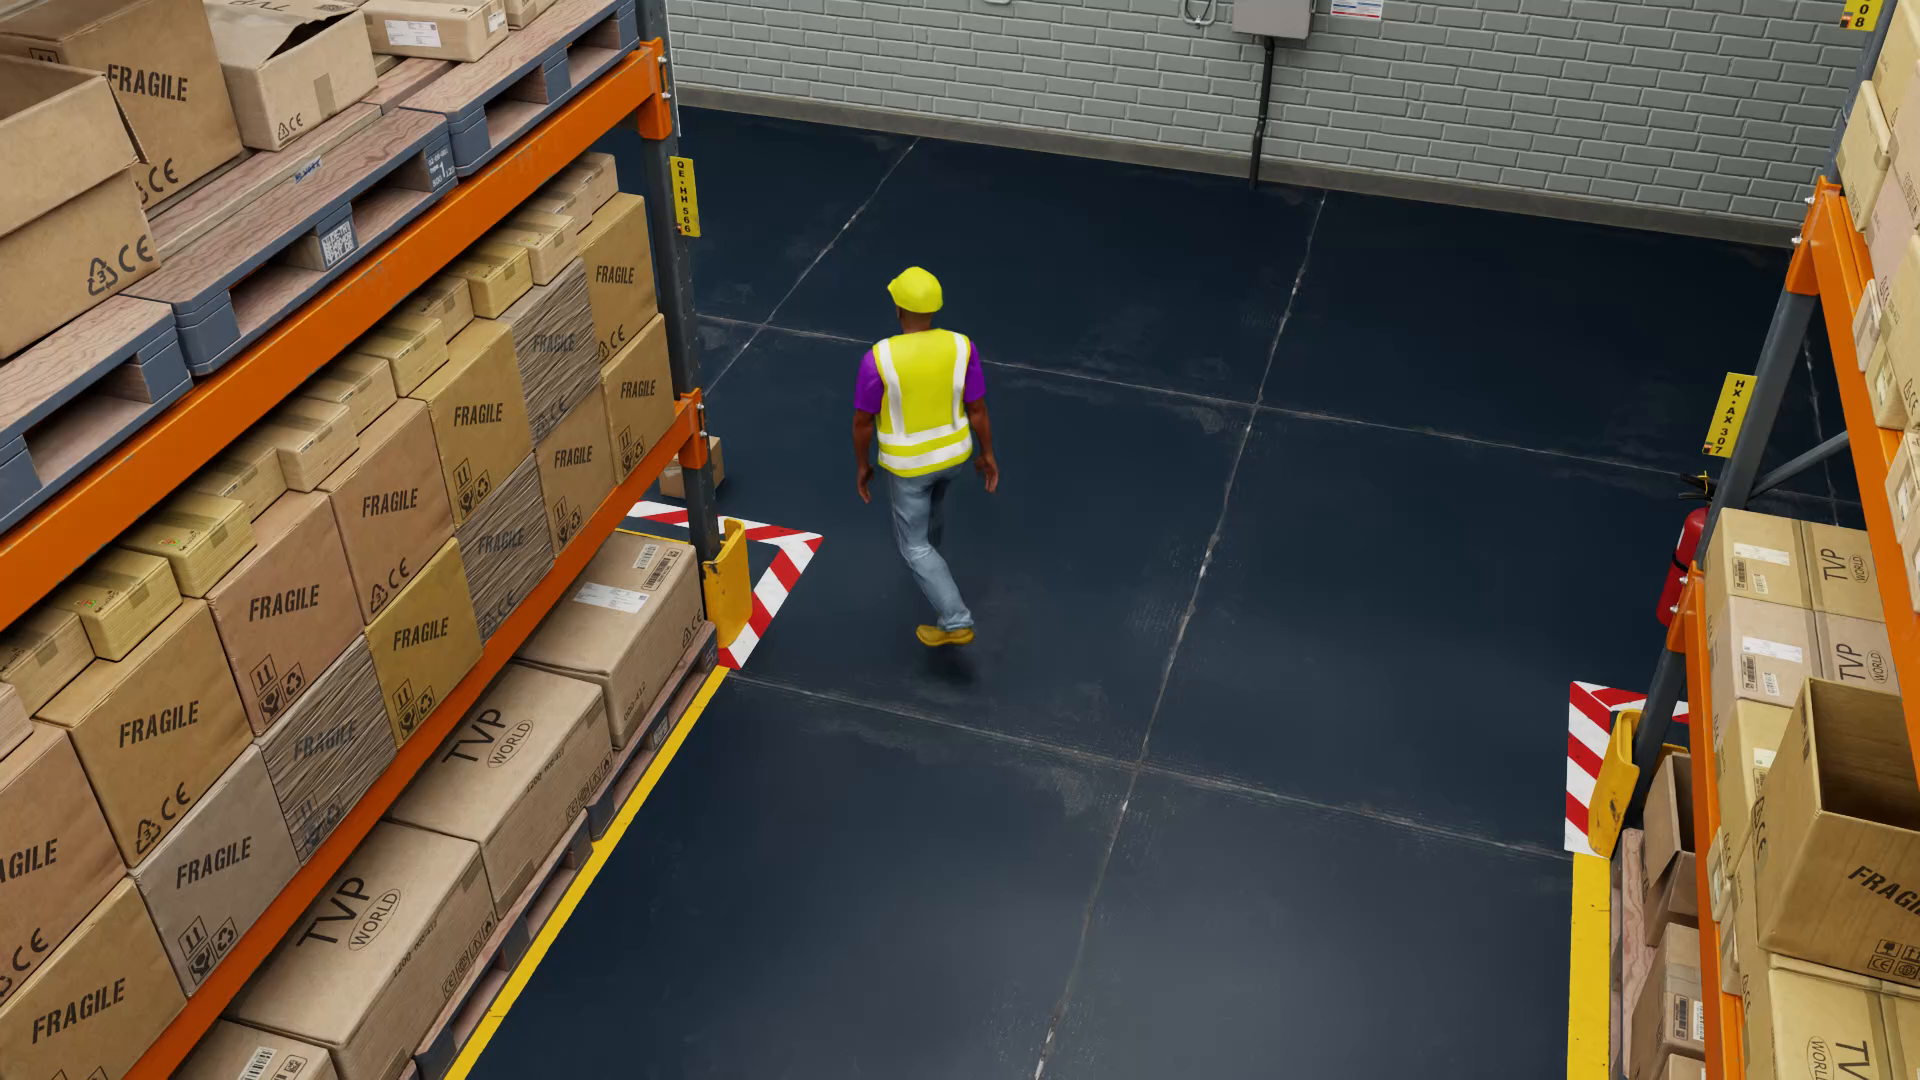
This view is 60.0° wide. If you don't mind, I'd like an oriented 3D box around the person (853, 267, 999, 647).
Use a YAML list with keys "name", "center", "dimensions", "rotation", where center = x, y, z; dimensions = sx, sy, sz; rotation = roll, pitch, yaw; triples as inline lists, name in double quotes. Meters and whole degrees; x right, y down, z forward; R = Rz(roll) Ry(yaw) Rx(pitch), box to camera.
- name: "person"
  center: [-0.149, -0.357, 7.367]
  dimensions: [0.621, 1.723, 0.967]
  rotation: [-15, 39, -19]
